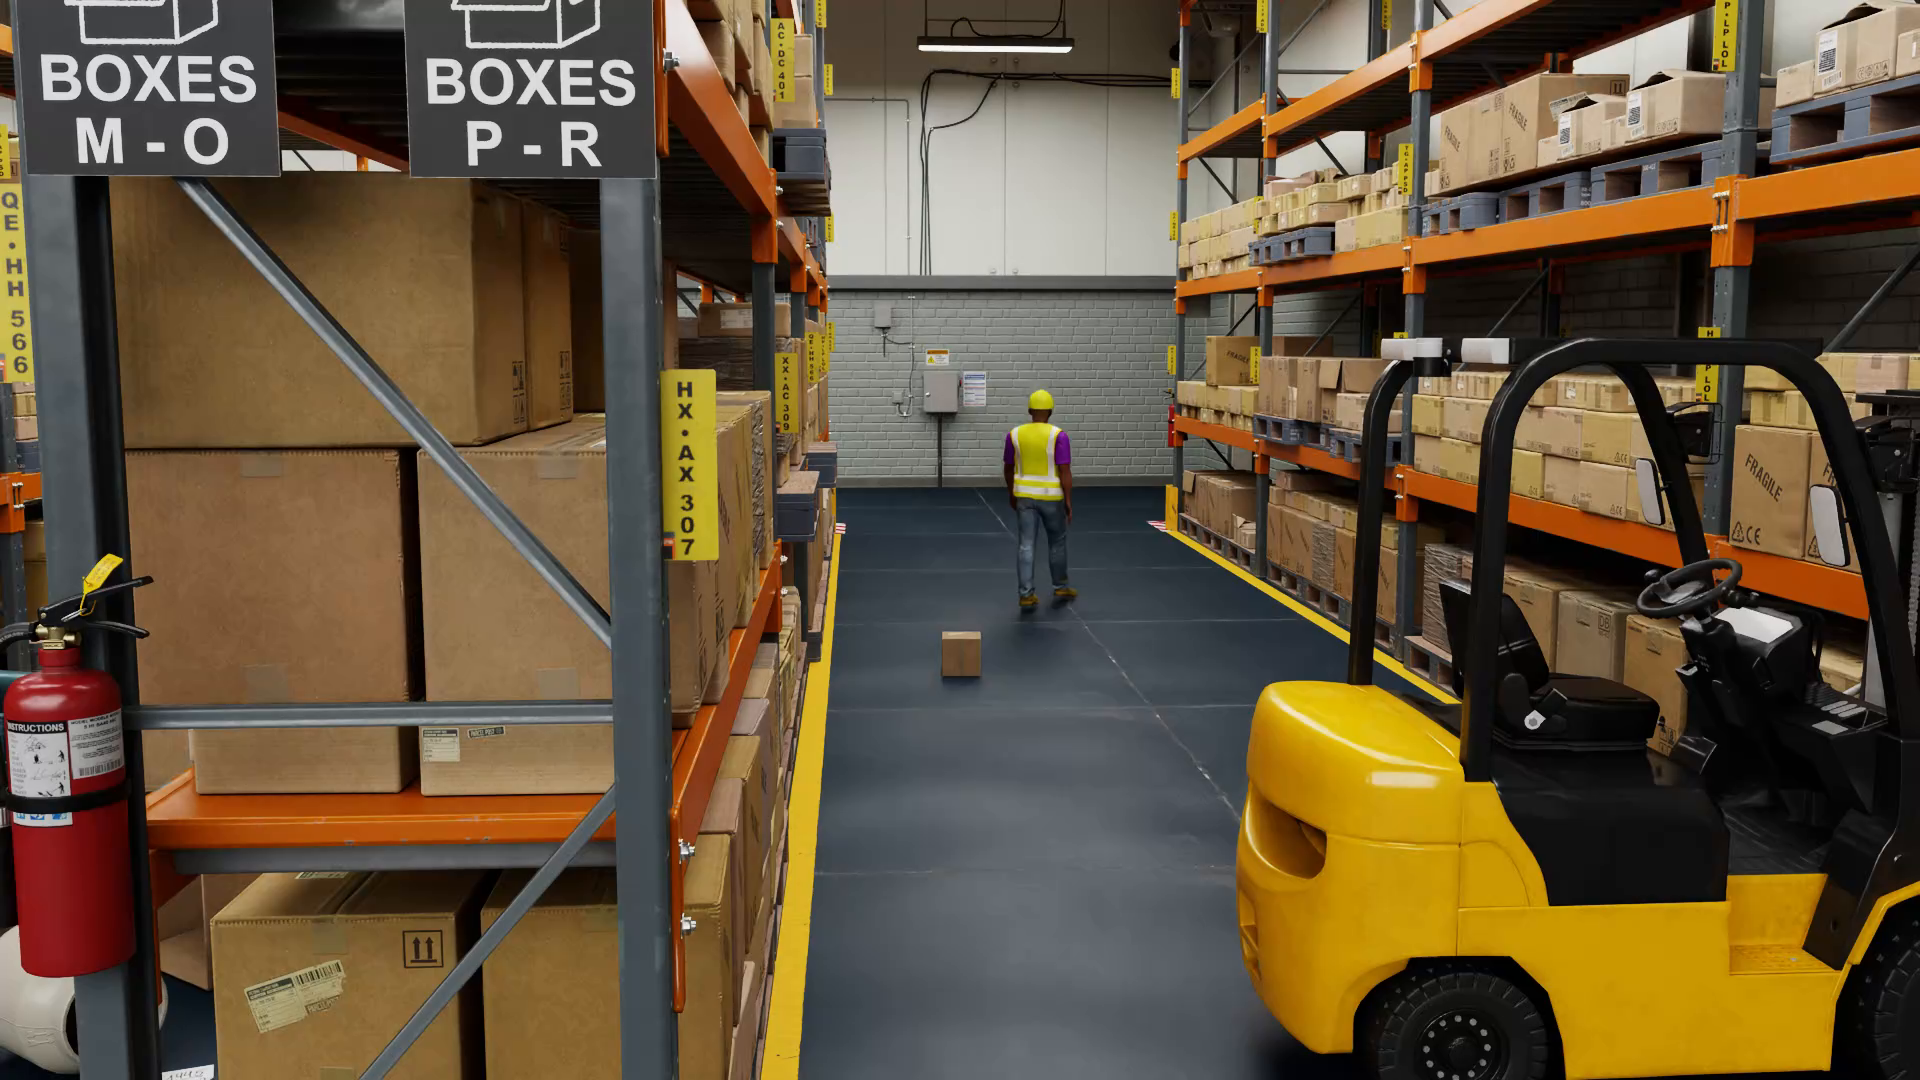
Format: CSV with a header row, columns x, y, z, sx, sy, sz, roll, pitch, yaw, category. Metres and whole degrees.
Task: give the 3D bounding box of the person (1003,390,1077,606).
x,y,z,sx,sy,sz,roll,pitch,yaw,category
0.668,-0.361,13.546,0.612,1.726,0.942,2,7,16,person
